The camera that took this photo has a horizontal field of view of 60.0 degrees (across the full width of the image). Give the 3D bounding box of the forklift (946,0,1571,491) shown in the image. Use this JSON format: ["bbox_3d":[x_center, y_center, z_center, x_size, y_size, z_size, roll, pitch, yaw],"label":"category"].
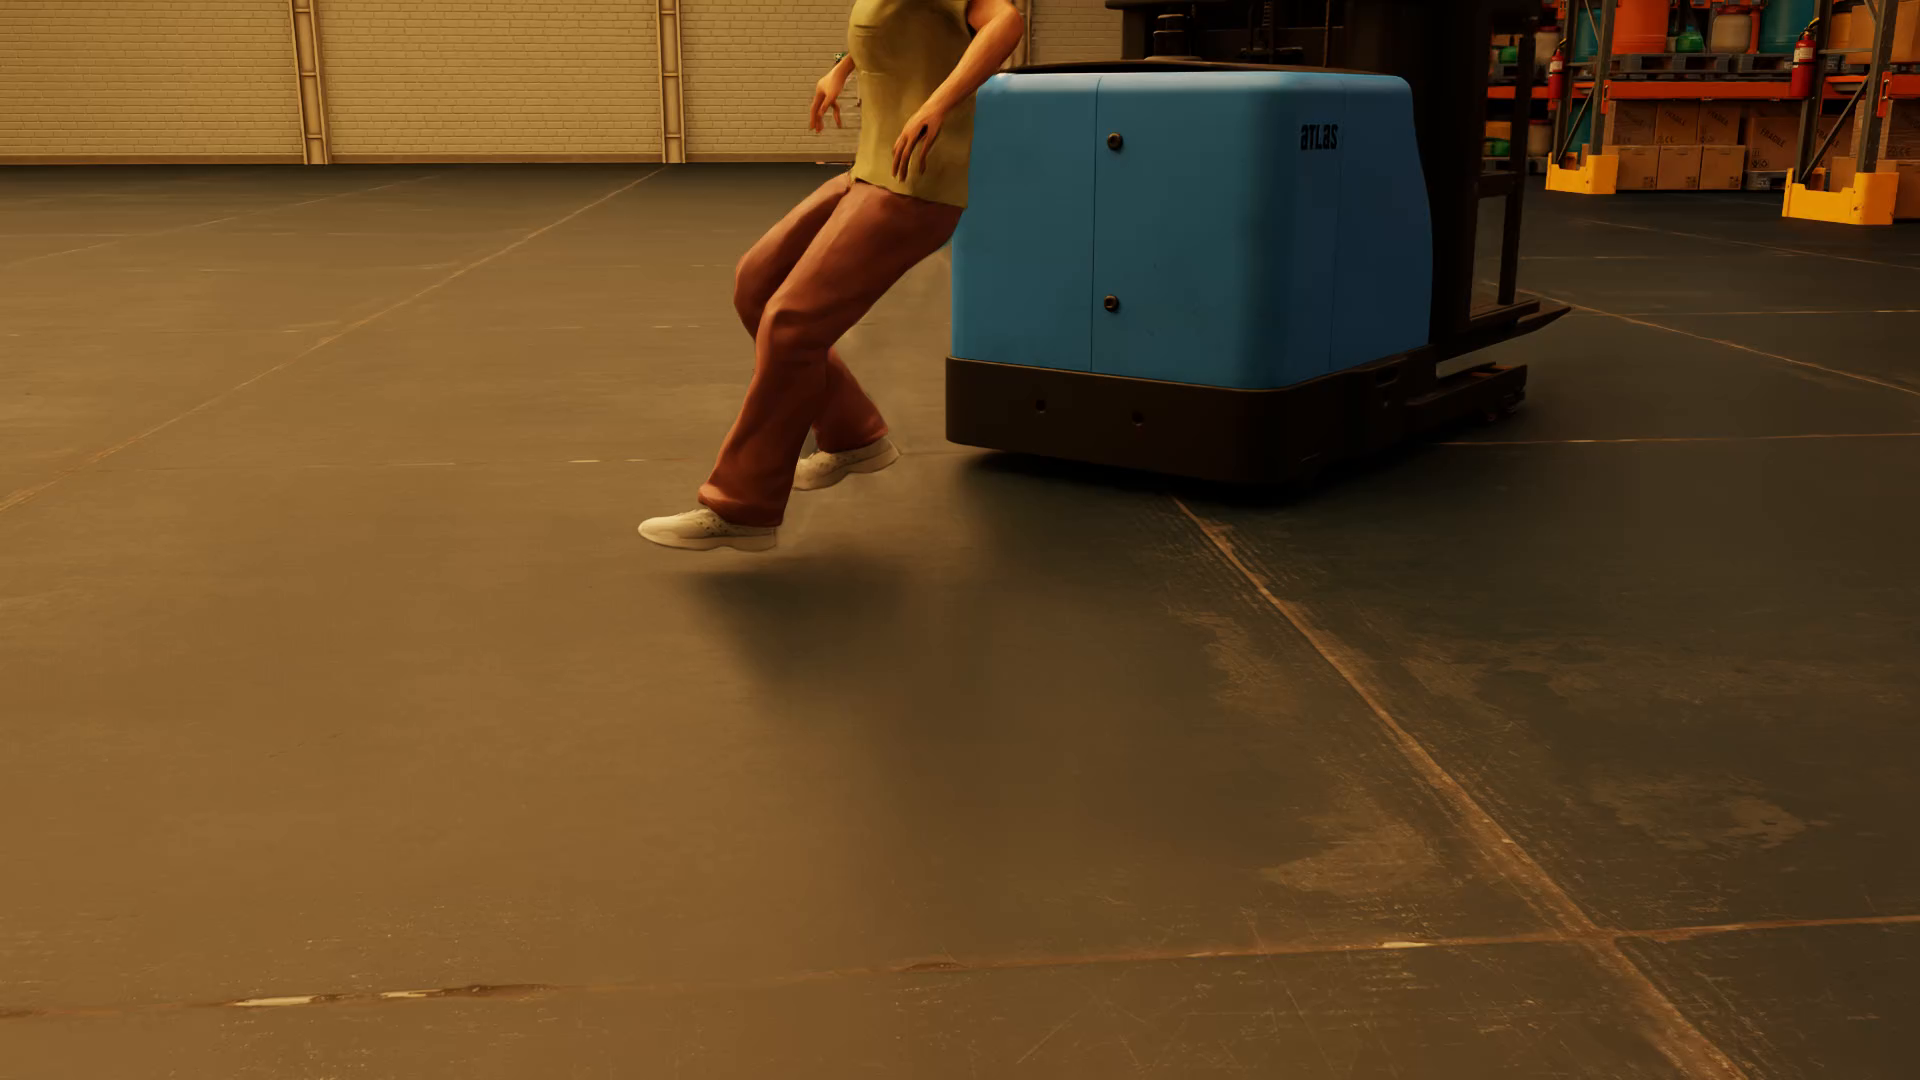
[{"bbox_3d":[1.238,-1.863,5.257,1.130,2.935,3.031,11,18,35],"label":"forklift"}]

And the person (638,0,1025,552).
[{"bbox_3d":[-0.326,-0.765,3.617,0.803,1.564,0.904,-3,15,-10],"label":"person"}]
